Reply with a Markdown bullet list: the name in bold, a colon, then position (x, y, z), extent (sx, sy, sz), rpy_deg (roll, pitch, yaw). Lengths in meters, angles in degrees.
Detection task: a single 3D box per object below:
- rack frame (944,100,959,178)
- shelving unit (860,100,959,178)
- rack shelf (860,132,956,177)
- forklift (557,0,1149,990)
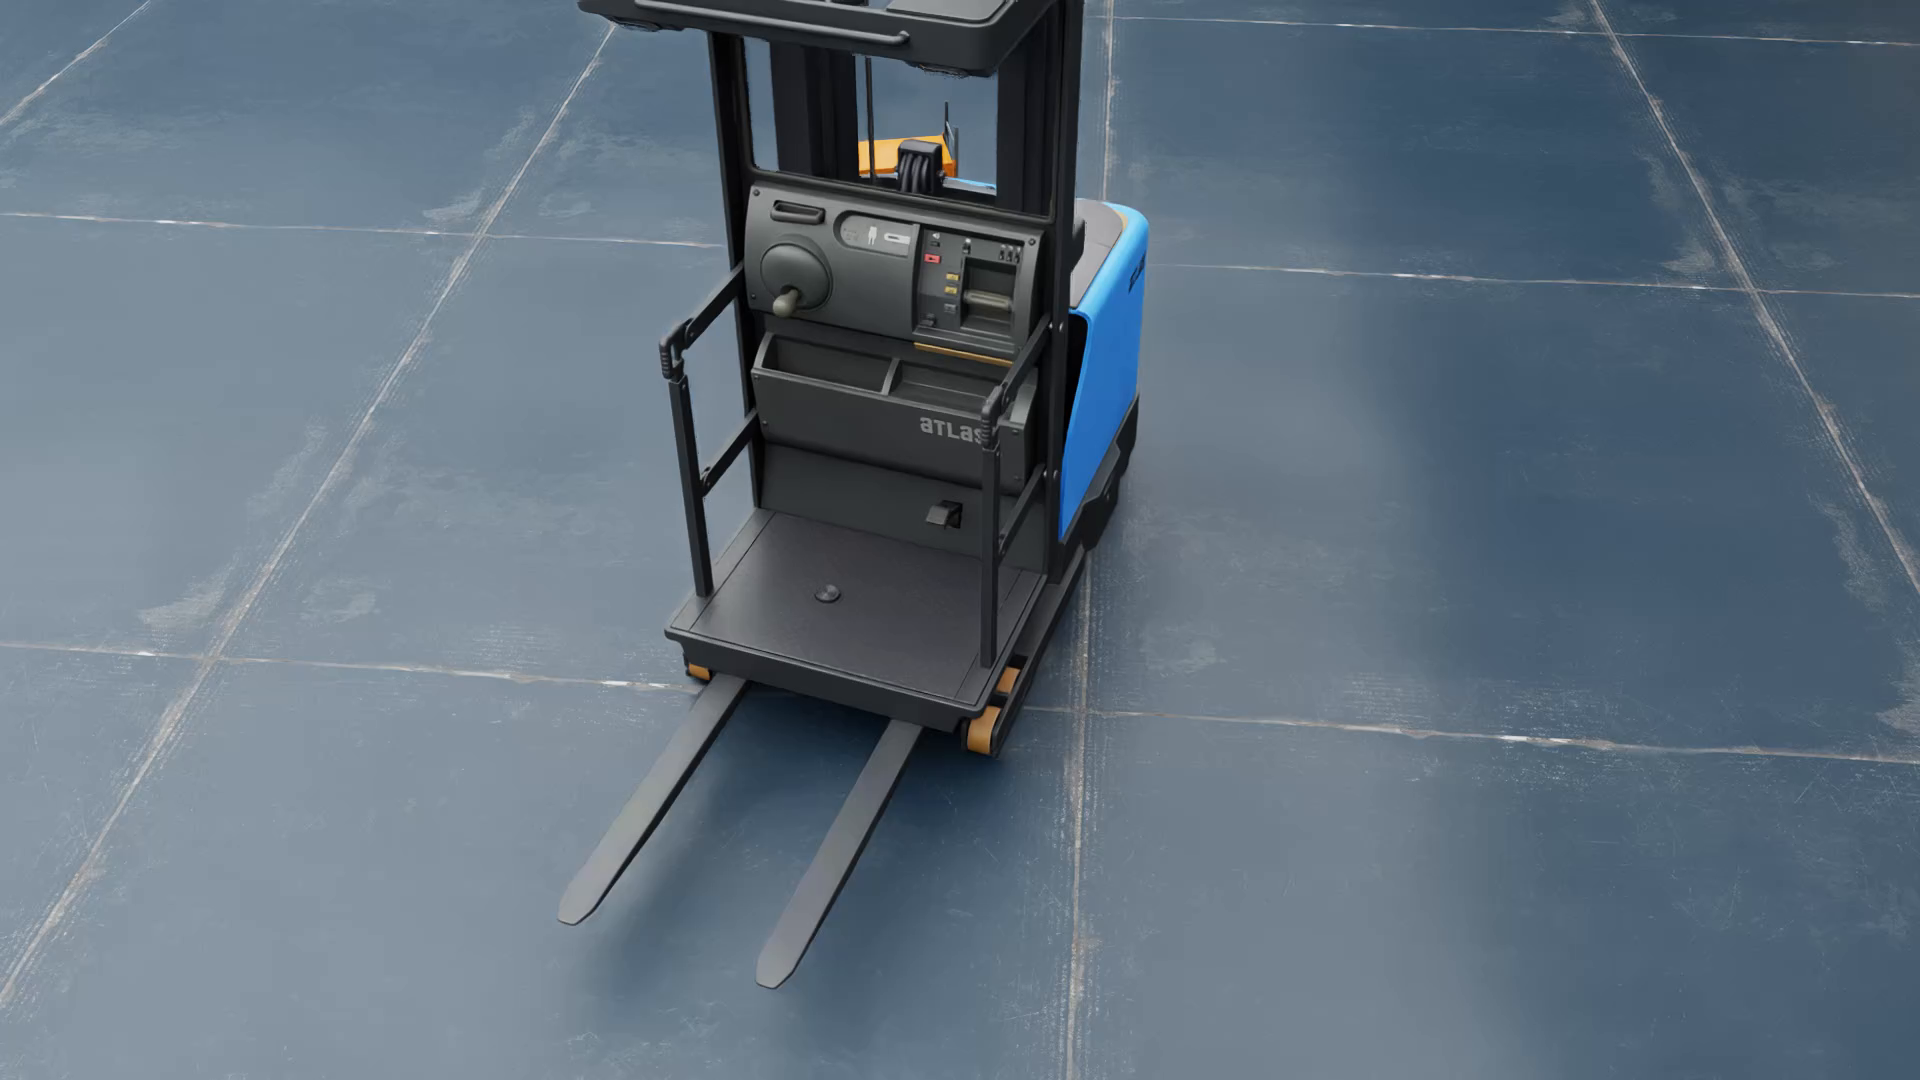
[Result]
- **rack frame**: position (-0.032, -1.164, 6.729), extent (0.015, 1.200, 0.240), rpy_deg (-6, 40, -8)
- **shelving unit**: position (-0.273, -1.136, 6.696), extent (0.503, 1.200, 0.258), rpy_deg (-6, 40, -8)
- **rack shelf**: position (-0.273, -1.441, 6.448), extent (0.480, 0.148, 0.258), rpy_deg (-6, 40, -8)
- **forklift**: position (-0.285, -0.738, 4.834), extent (1.130, 2.935, 3.031), rpy_deg (13, 41, 15)
